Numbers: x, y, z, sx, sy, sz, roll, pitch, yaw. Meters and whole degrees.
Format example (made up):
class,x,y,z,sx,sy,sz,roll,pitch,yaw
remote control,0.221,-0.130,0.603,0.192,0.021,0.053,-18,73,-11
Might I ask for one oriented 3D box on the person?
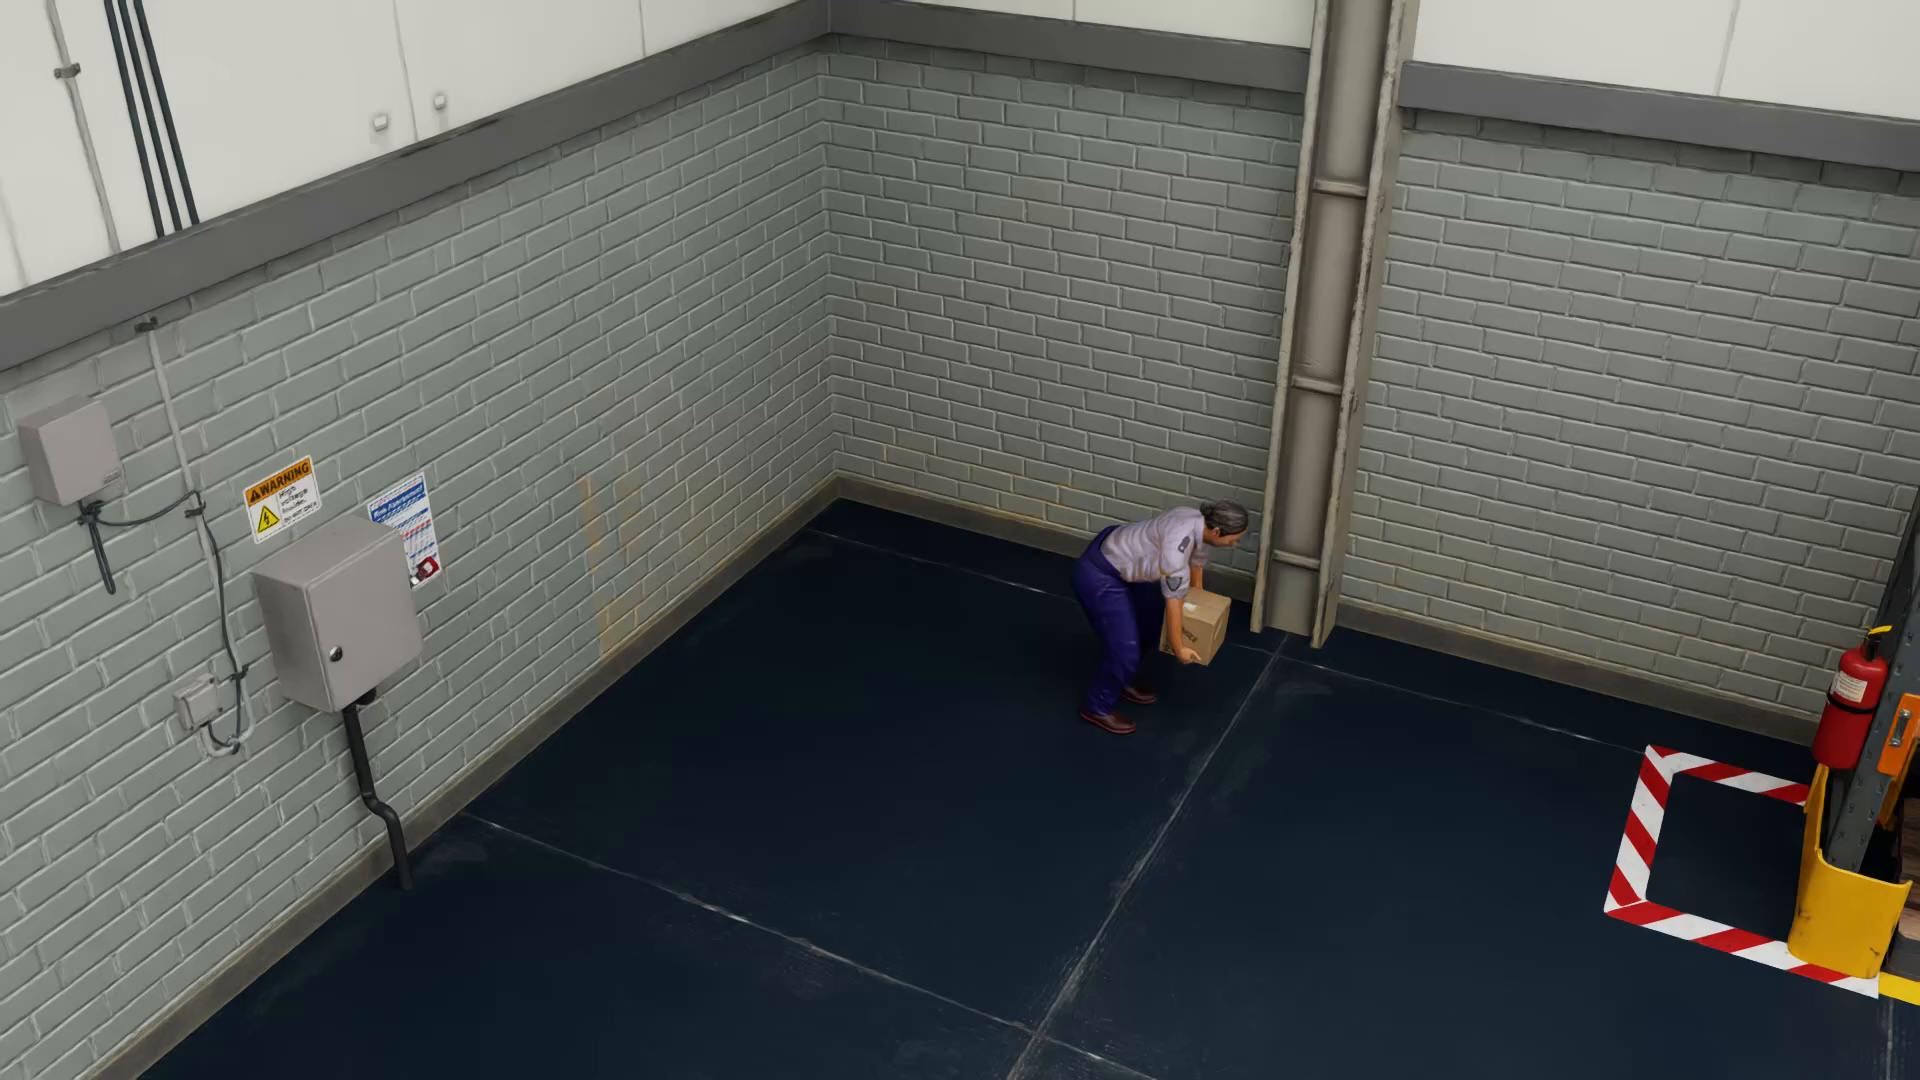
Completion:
class,x,y,z,sx,sy,sz,roll,pitch,yaw
person,0.951,0.333,8.064,0.814,1.316,0.467,13,33,22
